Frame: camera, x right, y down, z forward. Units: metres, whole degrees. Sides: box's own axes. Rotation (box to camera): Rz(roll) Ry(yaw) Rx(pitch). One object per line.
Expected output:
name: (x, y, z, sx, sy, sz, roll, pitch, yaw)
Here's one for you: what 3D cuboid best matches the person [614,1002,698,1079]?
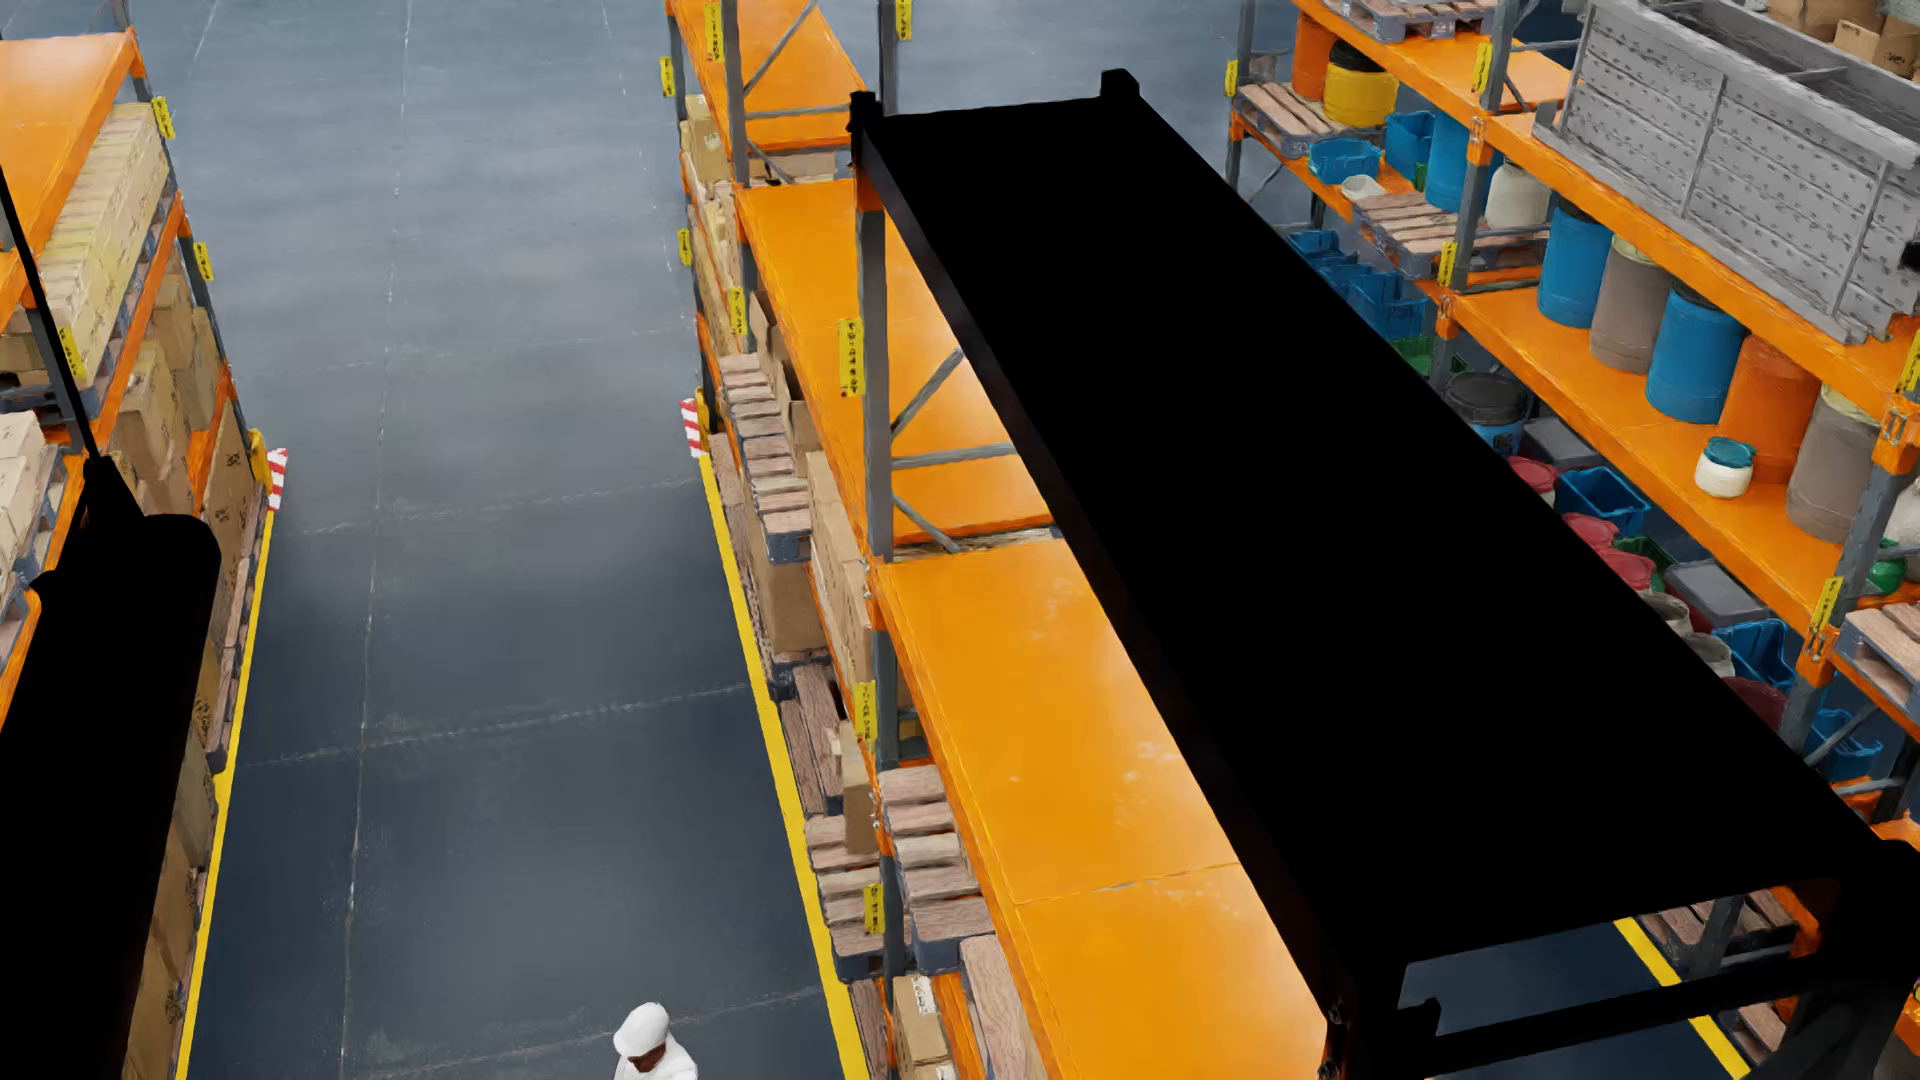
person: (-1.476, 2.938, 8.206, 0.405, 1.769, 0.664, -23, 41, -30)
